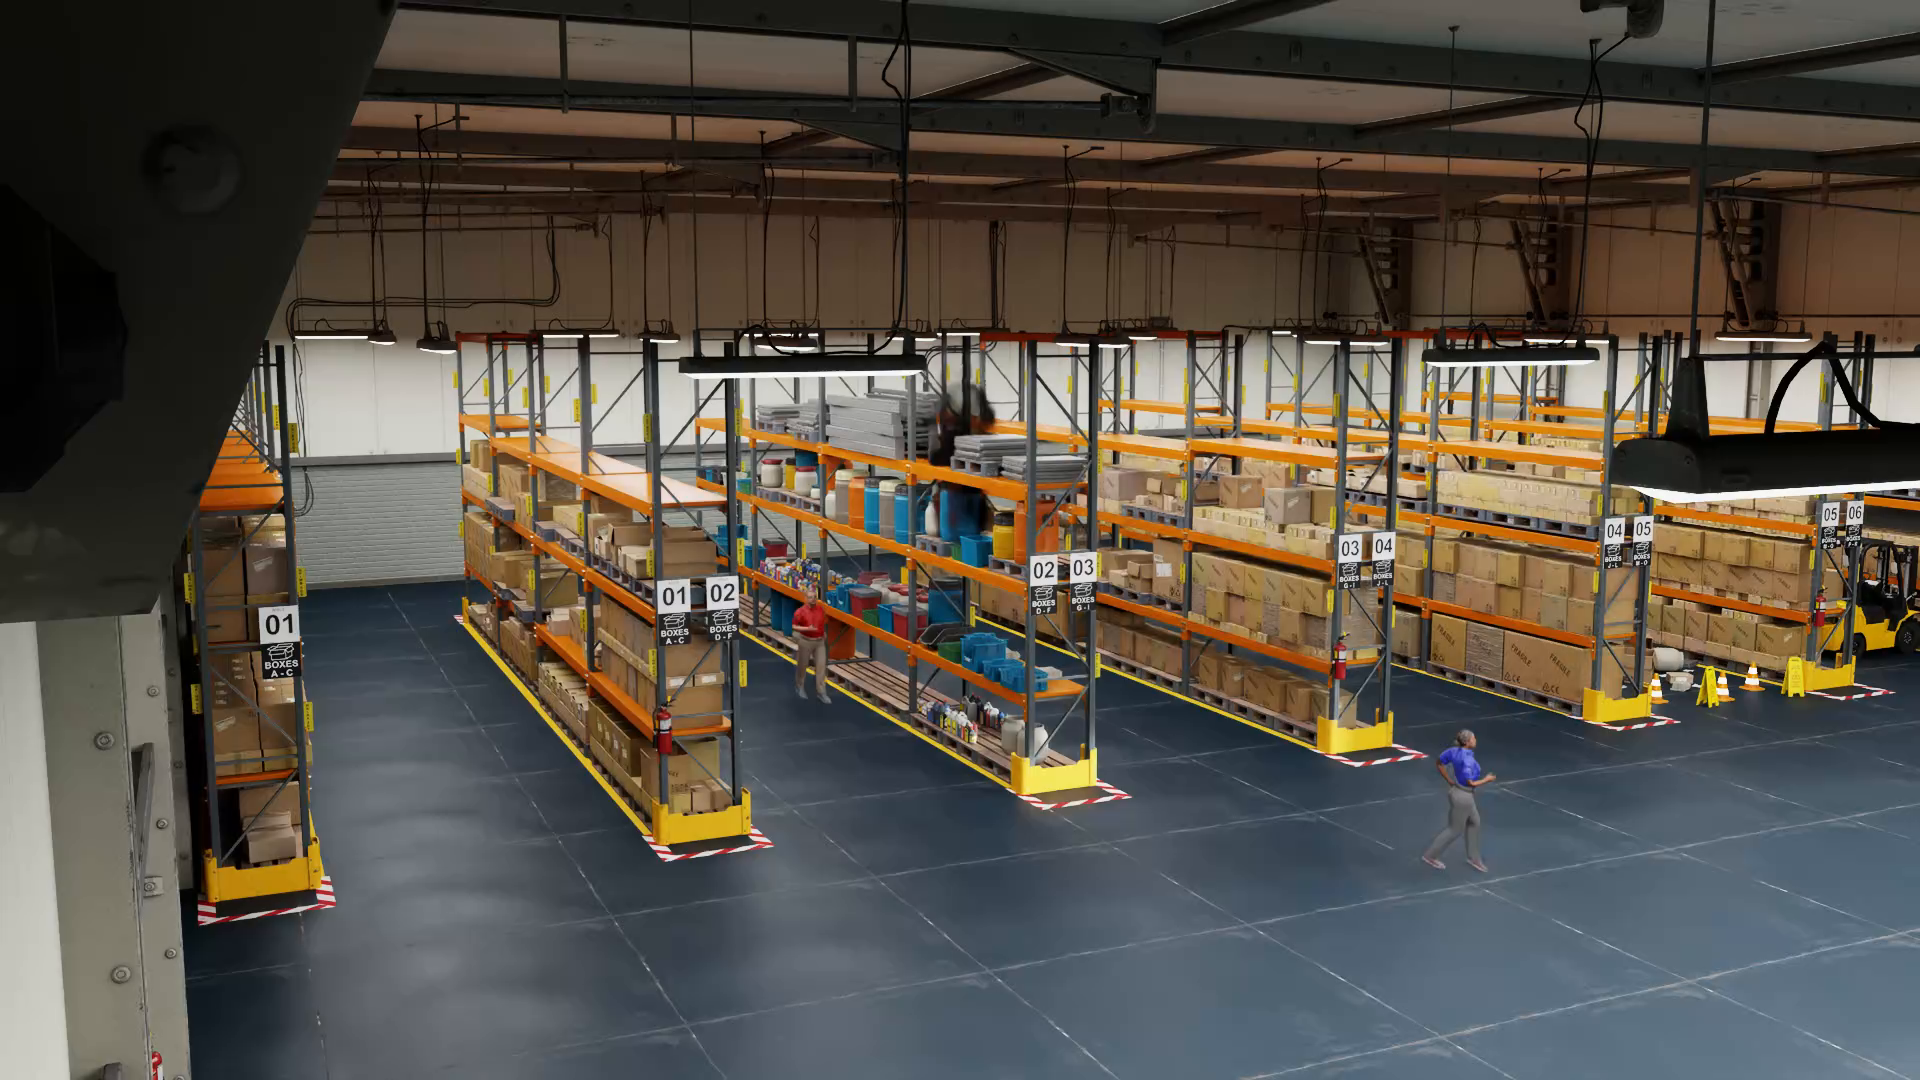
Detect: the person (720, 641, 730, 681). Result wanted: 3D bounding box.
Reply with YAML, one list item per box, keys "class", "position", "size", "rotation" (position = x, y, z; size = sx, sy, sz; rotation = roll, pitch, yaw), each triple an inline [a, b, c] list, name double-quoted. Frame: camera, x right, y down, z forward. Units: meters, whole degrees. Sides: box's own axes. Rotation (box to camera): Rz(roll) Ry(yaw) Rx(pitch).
- class: "person"
  position: [-4.085, 1.661, 28.618]
  size: [0.529, 1.610, 0.809]
  rotation: [-6, 9, -36]

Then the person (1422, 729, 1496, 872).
- class: "person"
  position: [5.662, 3.021, 18.884]
  size: [0.794, 1.637, 0.564]
  rotation: [0, 8, 2]

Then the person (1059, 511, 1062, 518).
- class: "person"
  position: [2.310, 0.043, 40.776]
  size: [0.708, 1.618, 0.966]
  rotation: [3, 8, 21]

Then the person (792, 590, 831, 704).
- class: "person"
  position: [-2.317, 1.674, 26.074]
  size: [0.664, 1.786, 0.865]
  rotation: [-5, 9, -32]
